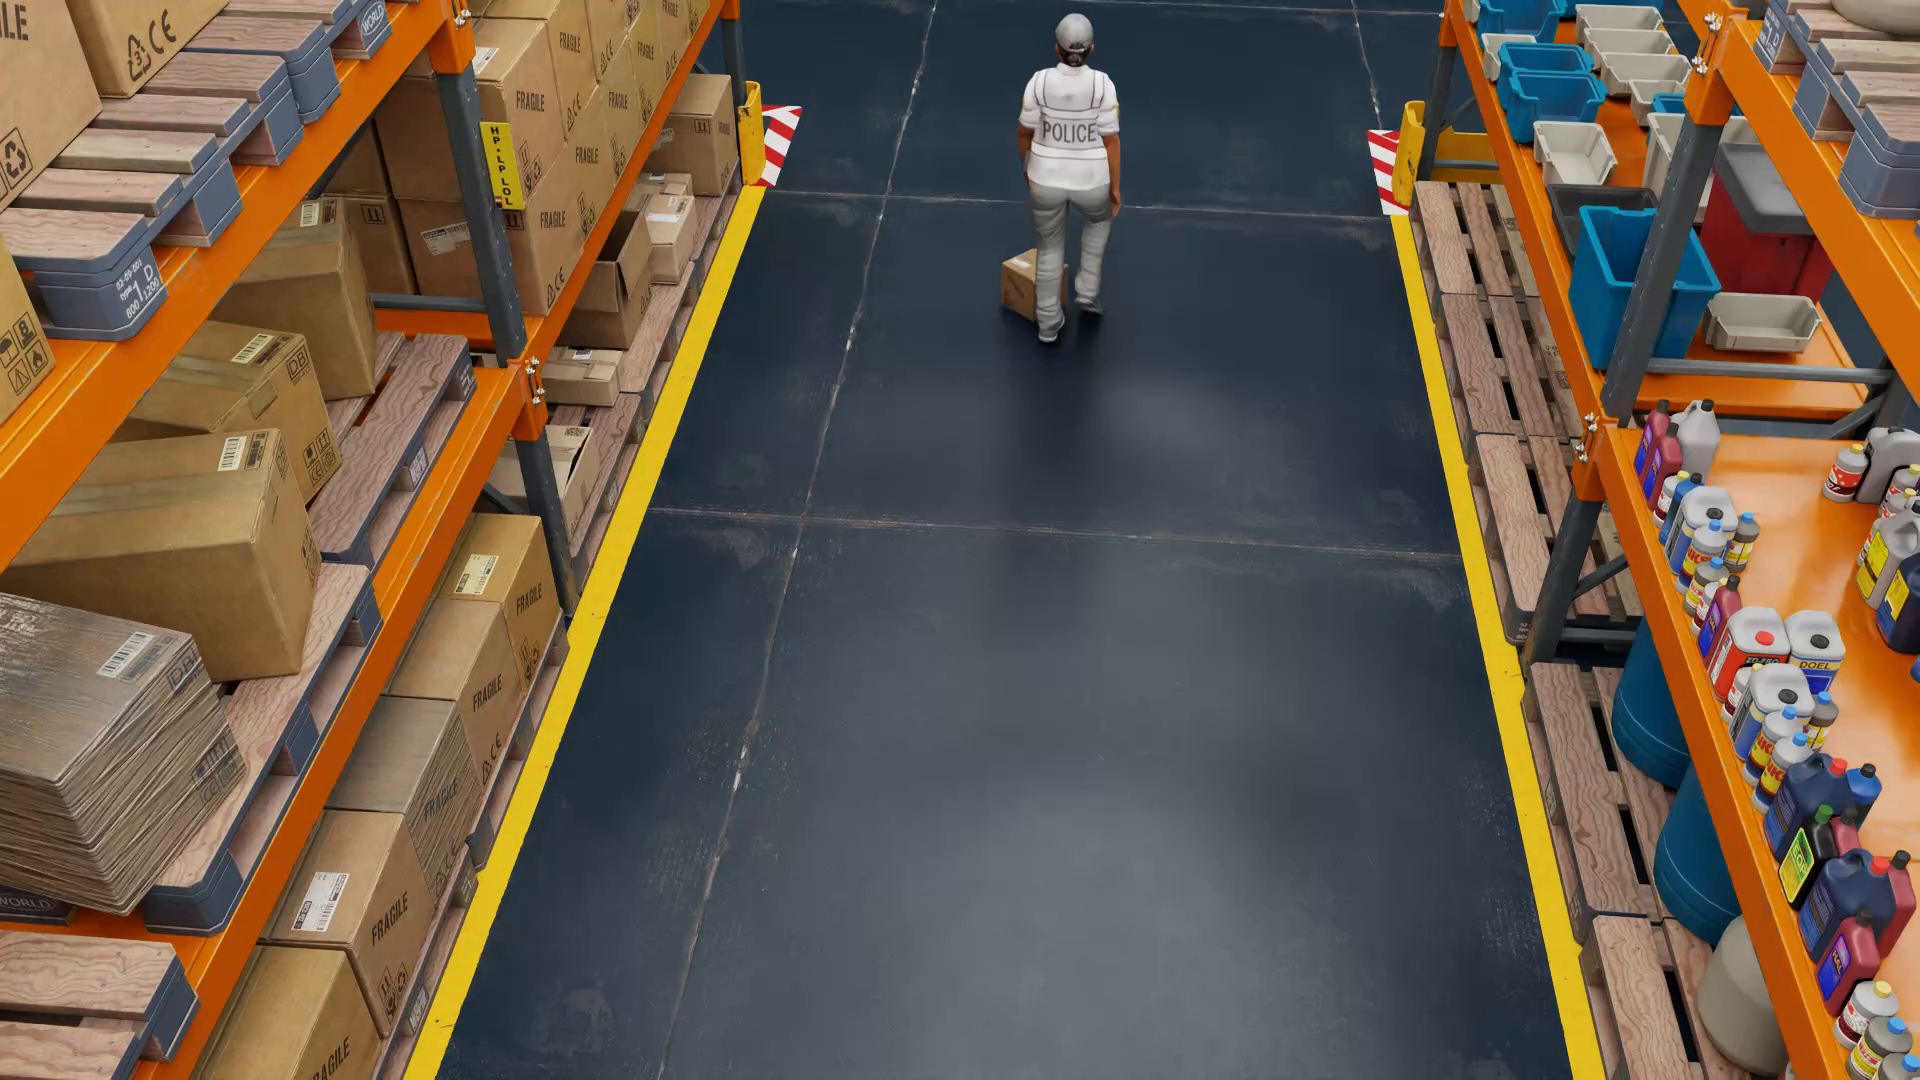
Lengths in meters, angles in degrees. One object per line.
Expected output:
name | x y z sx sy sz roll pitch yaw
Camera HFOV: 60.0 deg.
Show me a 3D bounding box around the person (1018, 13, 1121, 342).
person | 0.541 -1.774 8.255 0.525 1.712 0.527 3 40 4
